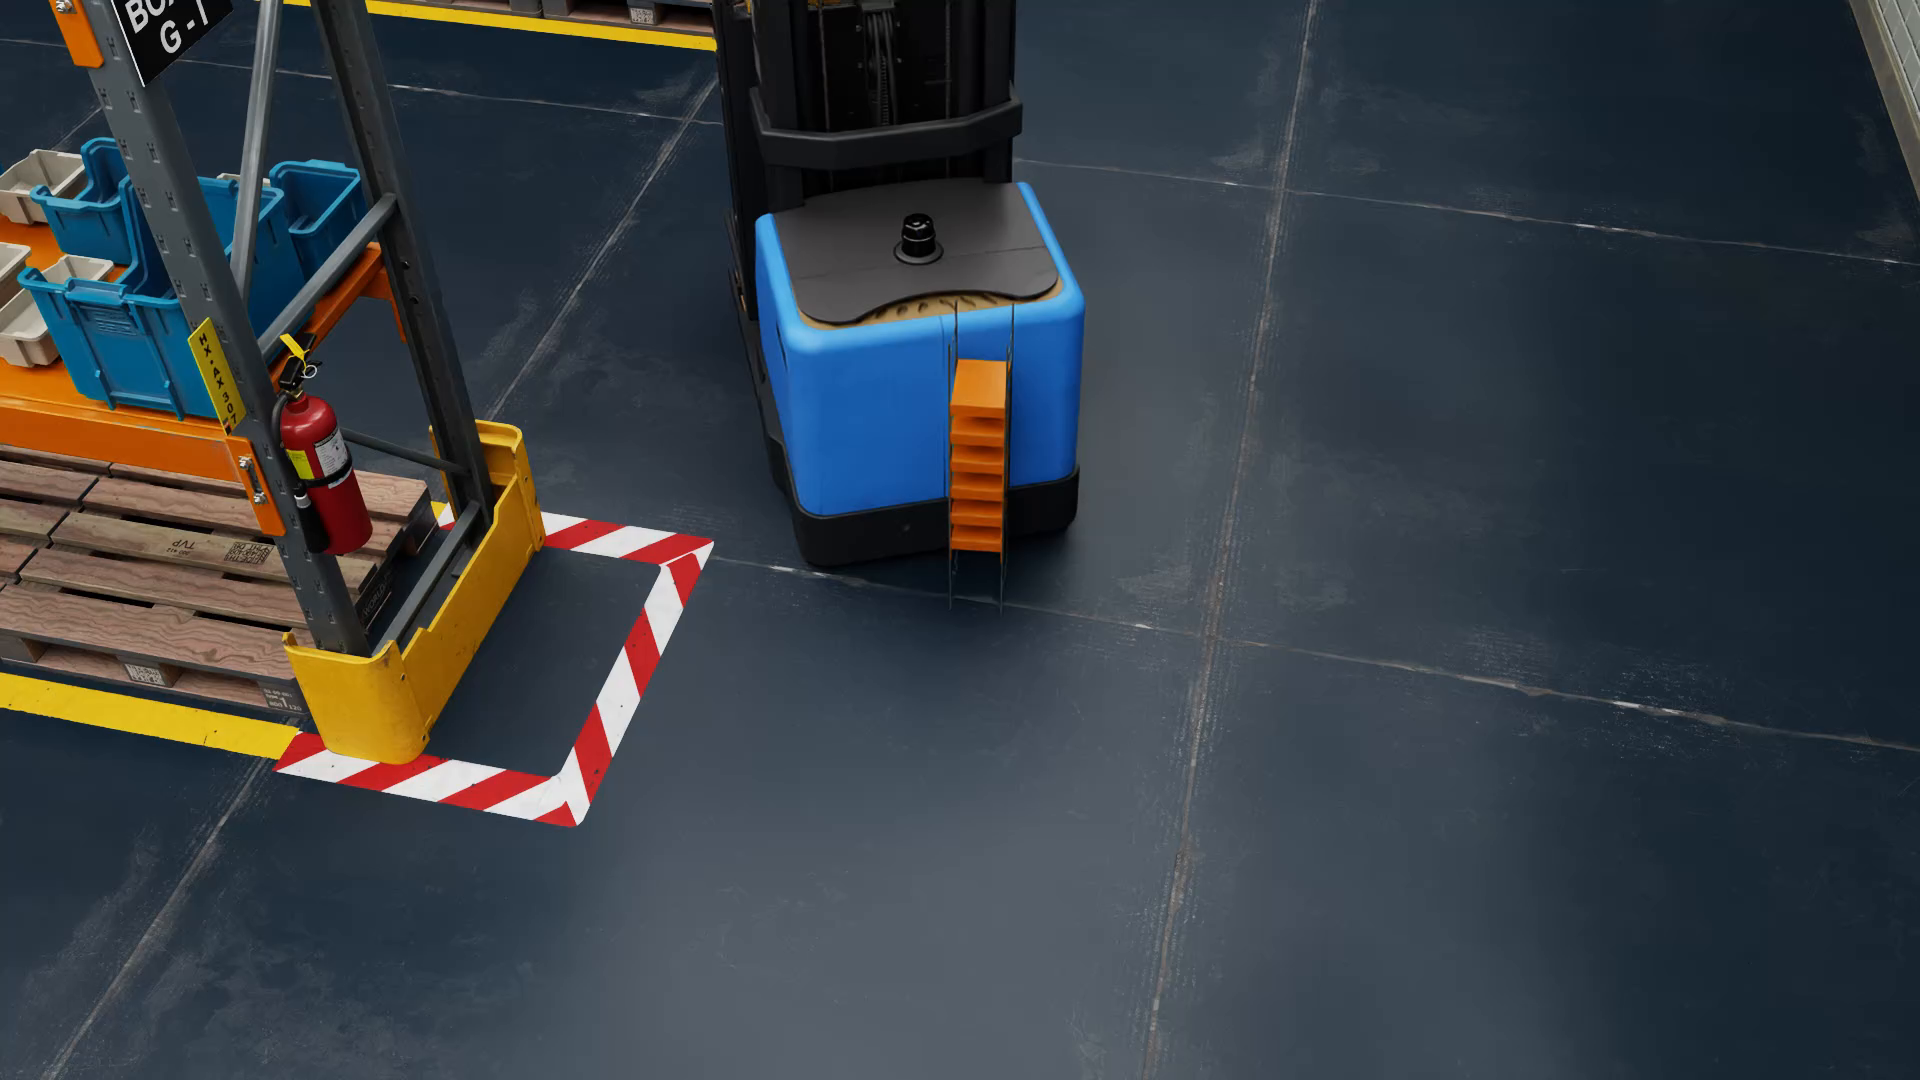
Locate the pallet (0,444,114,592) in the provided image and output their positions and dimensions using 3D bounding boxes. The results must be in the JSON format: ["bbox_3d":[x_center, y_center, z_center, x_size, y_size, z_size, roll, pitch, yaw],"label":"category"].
[{"bbox_3d":[-3.850,-0.080,6.180,1.213,0.211,1.003,9,45,9],"label":"pallet"}]

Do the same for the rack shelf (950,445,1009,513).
[{"bbox_3d":[0.068,-0.219,5.676,0.180,0.103,0.258,4,44,4],"label":"rack shelf"}]

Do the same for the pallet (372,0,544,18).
[{"bbox_3d":[-2.821,-3.412,9.642,1.213,0.211,1.003,9,45,9],"label":"pallet"}]

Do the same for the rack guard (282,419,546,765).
[{"bbox_3d":[-1.840,0.149,5.735,0.348,0.500,1.175,9,45,9],"label":"rack guard"}]

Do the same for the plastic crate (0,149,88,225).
[{"bbox_3d":[-2.993,-1.141,5.419,0.298,0.136,0.250,9,45,9],"label":"plastic crate"}]

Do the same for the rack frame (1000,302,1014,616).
[{"bbox_3d":[0.159,-0.244,5.638,0.006,1.200,0.240,4,44,4],"label":"rack frame"}]

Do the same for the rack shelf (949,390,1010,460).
[{"bbox_3d":[0.068,-0.391,5.509,0.180,0.103,0.258,4,44,4],"label":"rack shelf"}]

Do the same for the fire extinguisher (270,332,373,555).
[{"bbox_3d":[-1.819,-0.254,4.676,0.183,0.674,0.296,9,45,9],"label":"fire extinguisher"}]

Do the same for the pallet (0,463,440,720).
[{"bbox_3d":[-2.663,0.107,5.987,1.213,0.211,1.003,9,45,9],"label":"pallet"}]

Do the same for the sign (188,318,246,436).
[{"bbox_3d":[-1.971,-0.431,4.417,0.005,0.325,0.100,9,45,9],"label":"sign"}]

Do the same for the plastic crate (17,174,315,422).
[{"bbox_3d":[-2.234,-0.706,4.751,0.499,0.435,0.616,9,45,9],"label":"plastic crate"}]

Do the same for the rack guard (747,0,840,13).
[{"bbox_3d":[-0.856,-3.209,9.224,0.348,0.500,1.175,9,45,9],"label":"rack guard"}]

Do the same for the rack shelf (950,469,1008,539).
[{"bbox_3d":[0.068,-0.132,5.759,0.180,0.103,0.258,4,44,4],"label":"rack shelf"}]

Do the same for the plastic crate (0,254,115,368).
[{"bbox_3d":[-2.702,-0.674,4.935,0.243,0.136,0.396,9,45,9],"label":"plastic crate"}]

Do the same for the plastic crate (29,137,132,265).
[{"bbox_3d":[-2.678,-1.068,5.274,0.300,0.233,0.416,9,45,9],"label":"plastic crate"}]

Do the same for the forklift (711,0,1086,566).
[{"bbox_3d":[-0.393,-1.999,6.213,1.130,2.935,3.031,-9,45,-9],"label":"forklift"}]

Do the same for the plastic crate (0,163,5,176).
[{"bbox_3d":[-3.321,-1.168,5.378,0.300,0.233,0.416,9,45,9],"label":"plastic crate"}]

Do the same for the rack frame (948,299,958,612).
[{"bbox_3d":[-0.024,-0.257,5.652,0.006,1.200,0.240,4,44,4],"label":"rack frame"}]

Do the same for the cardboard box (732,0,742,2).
[{"bbox_3d":[-1.366,-3.272,8.972,0.500,0.500,0.500,9,45,9],"label":"cardboard box"}]

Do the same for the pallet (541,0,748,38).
[{"bbox_3d":[-1.634,-3.225,9.449,1.213,0.211,1.003,9,45,9],"label":"pallet"}]

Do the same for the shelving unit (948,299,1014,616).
[{"bbox_3d":[0.068,-0.251,5.645,0.189,1.200,0.258,4,44,4],"label":"shelving unit"}]

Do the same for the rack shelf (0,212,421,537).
[{"bbox_3d":[-3.818,-0.791,5.427,4.000,0.370,1.077,9,45,9],"label":"rack shelf"}]

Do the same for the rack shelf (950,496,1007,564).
[{"bbox_3d":[0.068,-0.046,5.842,0.180,0.103,0.258,4,44,4],"label":"rack shelf"}]

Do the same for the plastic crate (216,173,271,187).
[{"bbox_3d":[-2.331,-1.038,5.313,0.298,0.136,0.250,9,45,9],"label":"plastic crate"}]

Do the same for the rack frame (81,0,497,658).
[{"bbox_3d":[-1.867,-0.747,4.863,0.127,3.000,1.000,9,45,9],"label":"rack frame"}]

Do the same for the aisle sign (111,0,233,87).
[{"bbox_3d":[-1.860,-1.474,3.744,0.004,0.787,0.394,9,45,9],"label":"aisle sign"}]

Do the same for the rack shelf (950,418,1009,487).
[{"bbox_3d":[0.068,-0.305,5.593,0.180,0.103,0.258,4,44,4],"label":"rack shelf"}]

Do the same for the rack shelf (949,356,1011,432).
[{"bbox_3d":[0.068,-0.478,5.426,0.180,0.103,0.258,4,44,4],"label":"rack shelf"}]

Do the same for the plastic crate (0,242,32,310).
[{"bbox_3d":[-2.982,-0.728,4.990,0.243,0.136,0.396,9,45,9],"label":"plastic crate"}]

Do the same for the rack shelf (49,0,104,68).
[{"bbox_3d":[-3.818,-1.871,4.387,4.000,0.370,1.077,9,45,9],"label":"rack shelf"}]

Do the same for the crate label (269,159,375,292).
[{"bbox_3d":[-2.036,-0.968,5.171,0.303,0.233,0.416,9,45,9],"label":"crate label"}]
